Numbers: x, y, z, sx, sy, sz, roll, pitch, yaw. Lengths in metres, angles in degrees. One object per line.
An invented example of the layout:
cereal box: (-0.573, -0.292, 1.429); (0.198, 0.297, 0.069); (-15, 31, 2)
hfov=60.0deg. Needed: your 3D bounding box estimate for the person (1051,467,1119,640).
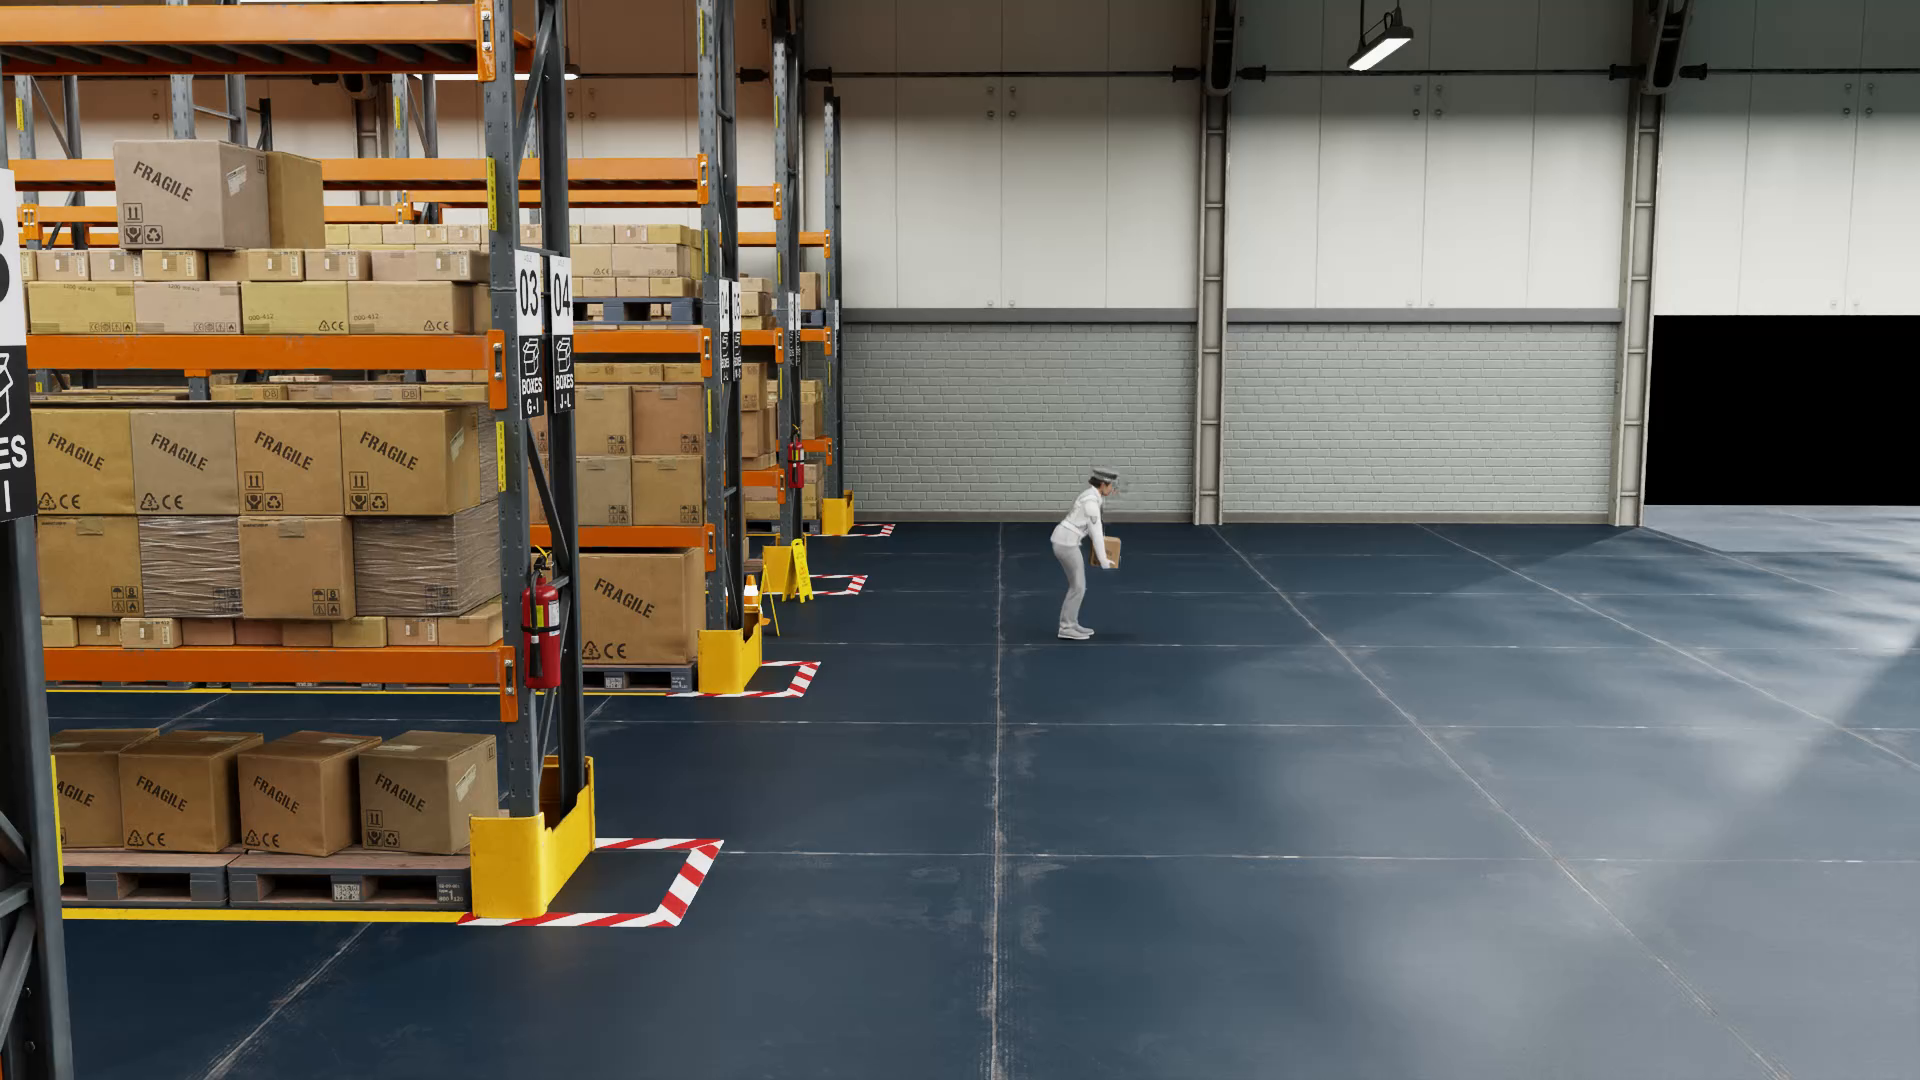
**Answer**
person: (1.147, 0.117, 15.260); (0.615, 1.572, 0.407); (0, 7, 0)
